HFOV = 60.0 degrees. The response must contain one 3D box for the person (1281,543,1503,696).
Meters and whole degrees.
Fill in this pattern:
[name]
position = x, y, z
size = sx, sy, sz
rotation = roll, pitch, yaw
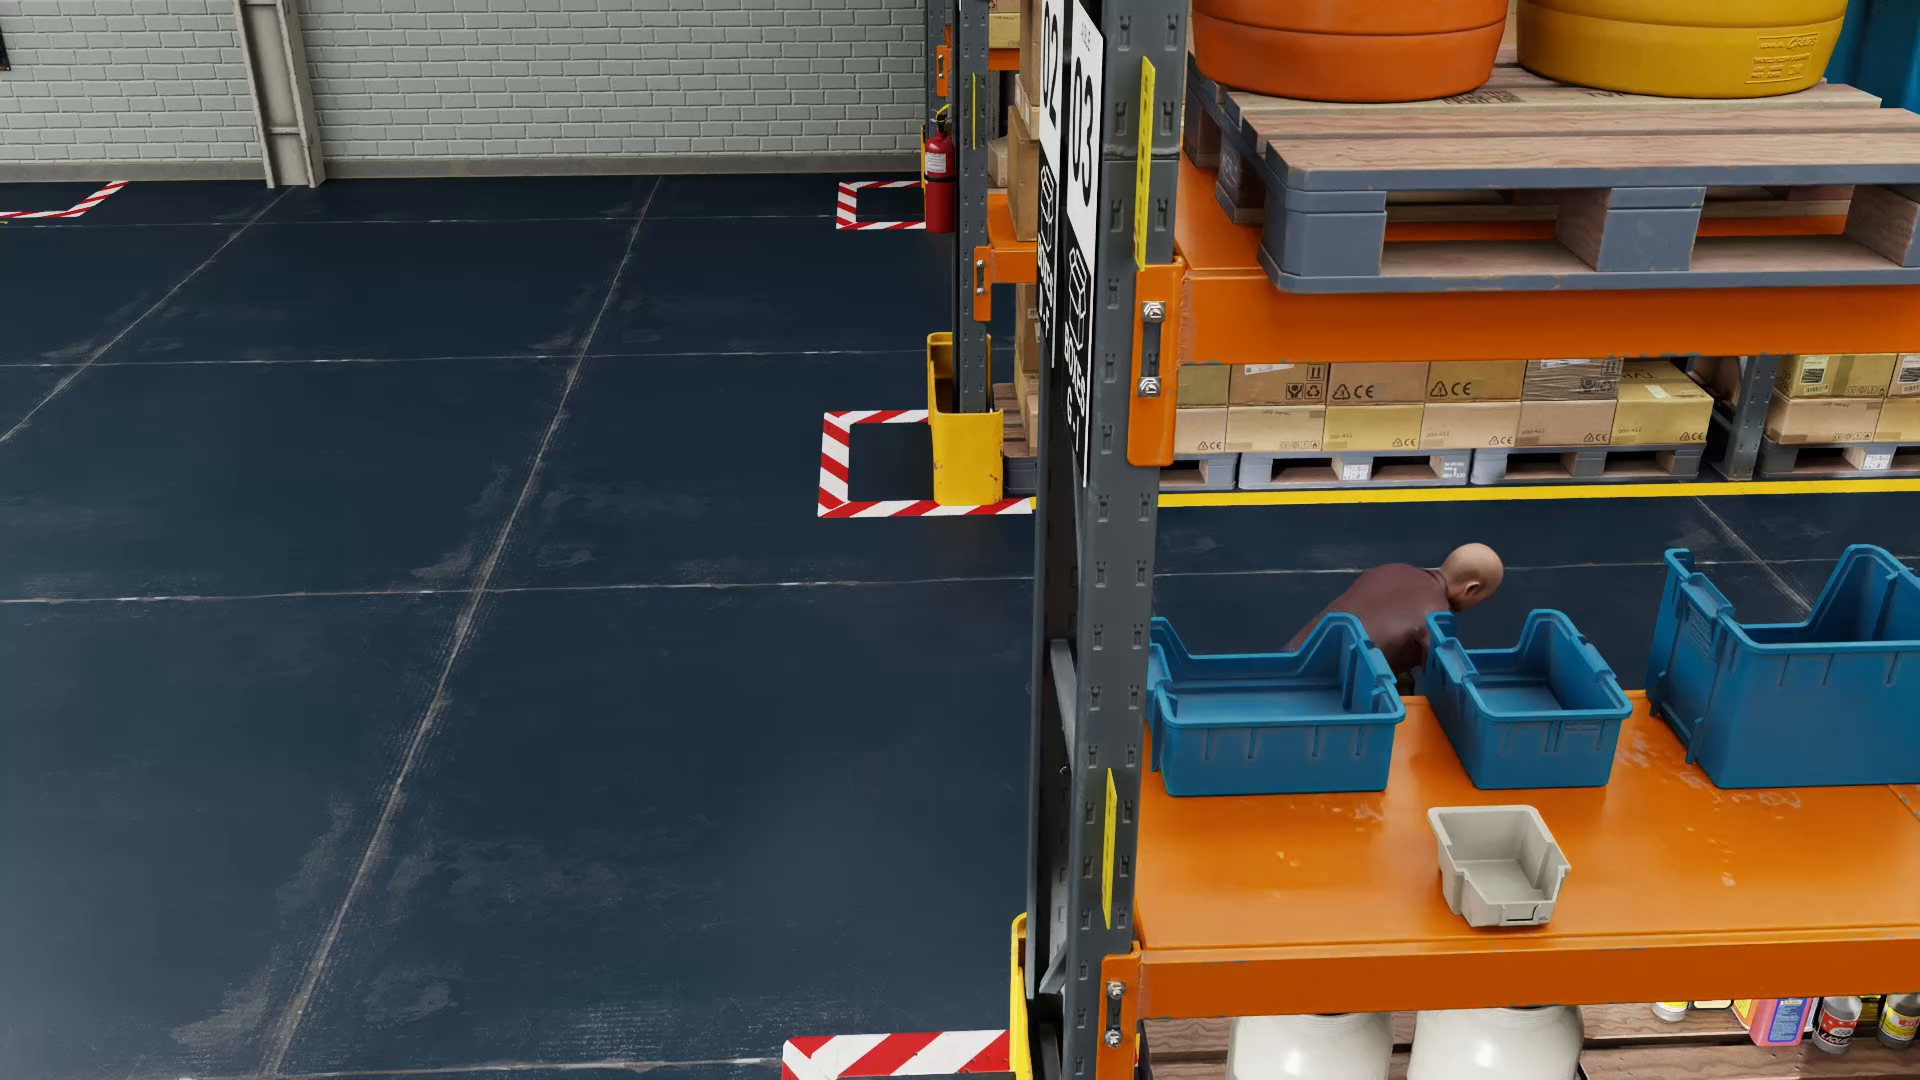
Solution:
[person]
position = 1.573, 0.503, 6.016
size = 0.921, 0.999, 0.583
rotation = -2, 27, -4
